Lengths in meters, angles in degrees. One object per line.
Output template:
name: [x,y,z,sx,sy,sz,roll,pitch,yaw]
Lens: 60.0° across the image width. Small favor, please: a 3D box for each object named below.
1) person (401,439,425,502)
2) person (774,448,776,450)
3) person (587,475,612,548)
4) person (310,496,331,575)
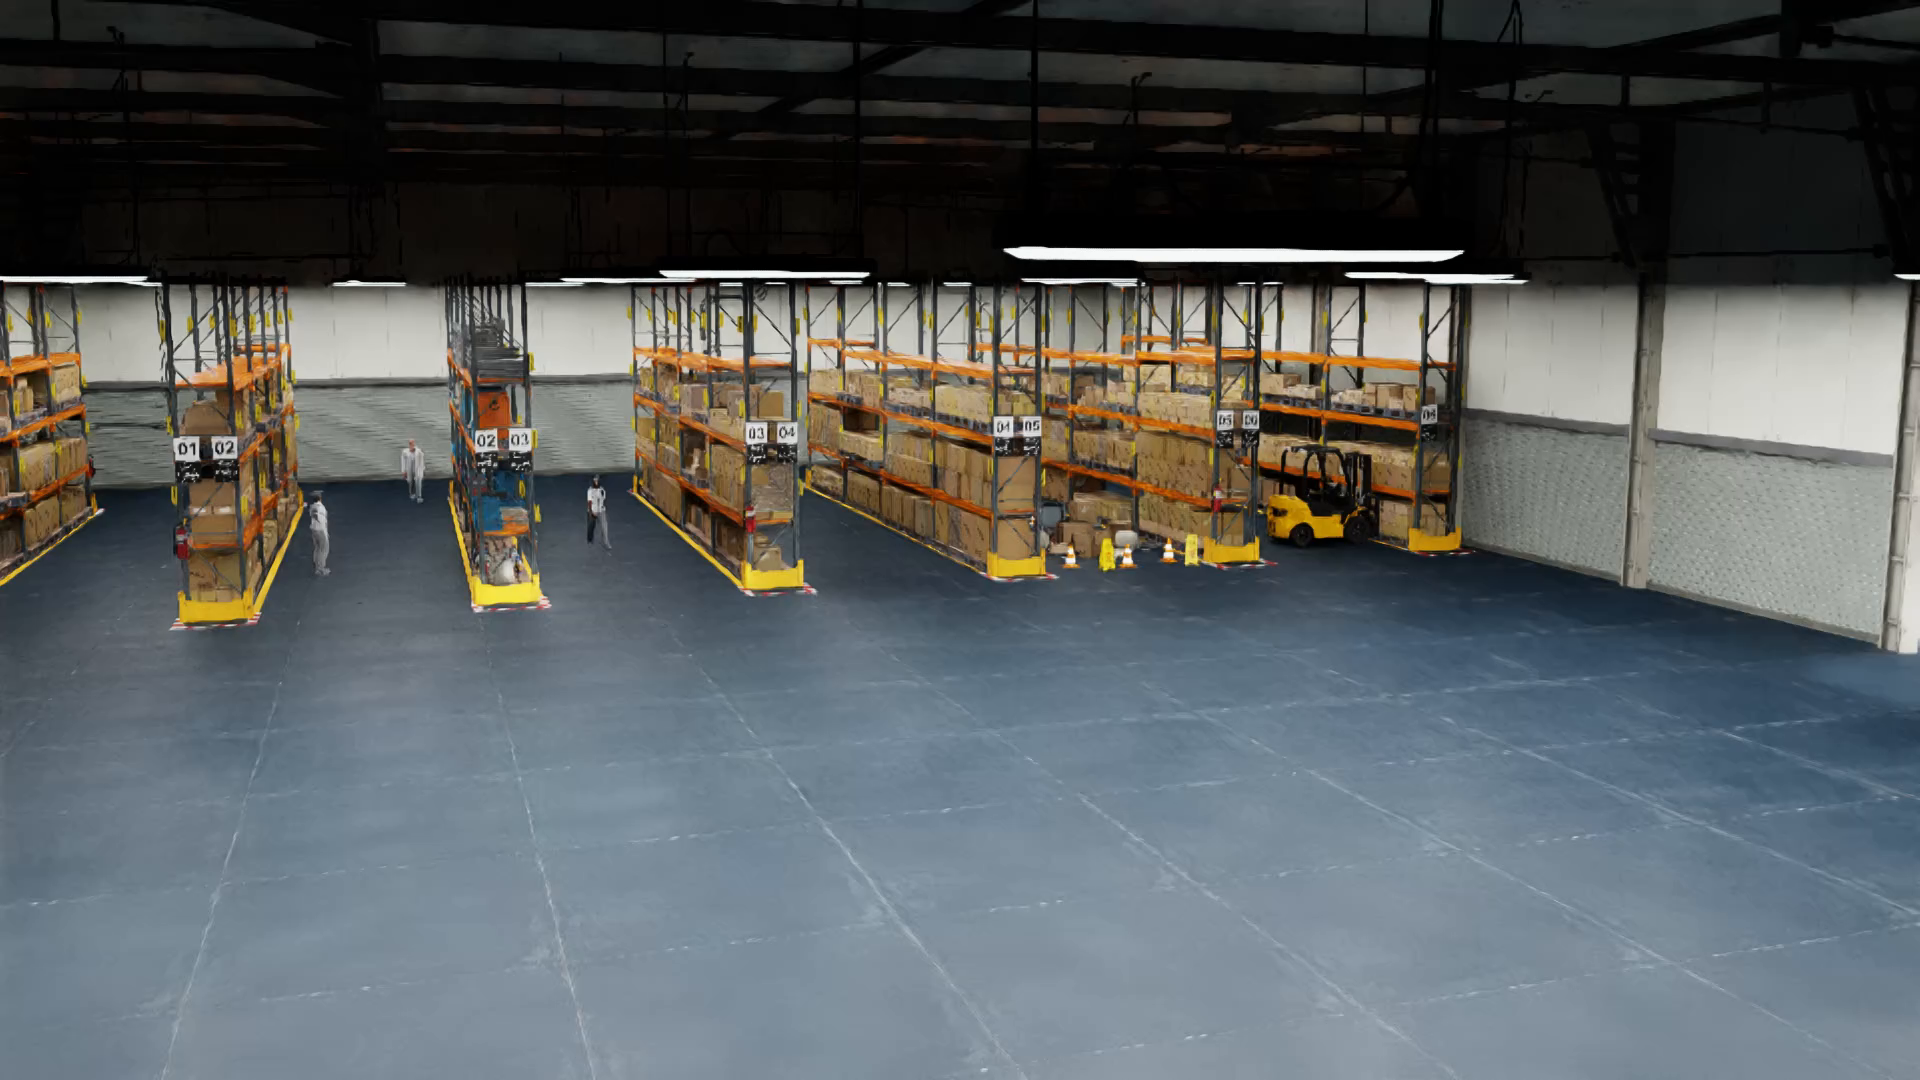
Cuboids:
person: [-14.743,-1.892,44.837,0.598,1.698,1.193,-2,9,-15]
person: [-5.455,-2.548,49.469,0.509,1.650,0.690,8,12,44]
person: [-8.053,-0.645,36.866,0.448,1.622,0.996,-4,10,-26]
person: [-12.940,-0.137,33.644,0.538,1.712,0.361,8,12,44]
